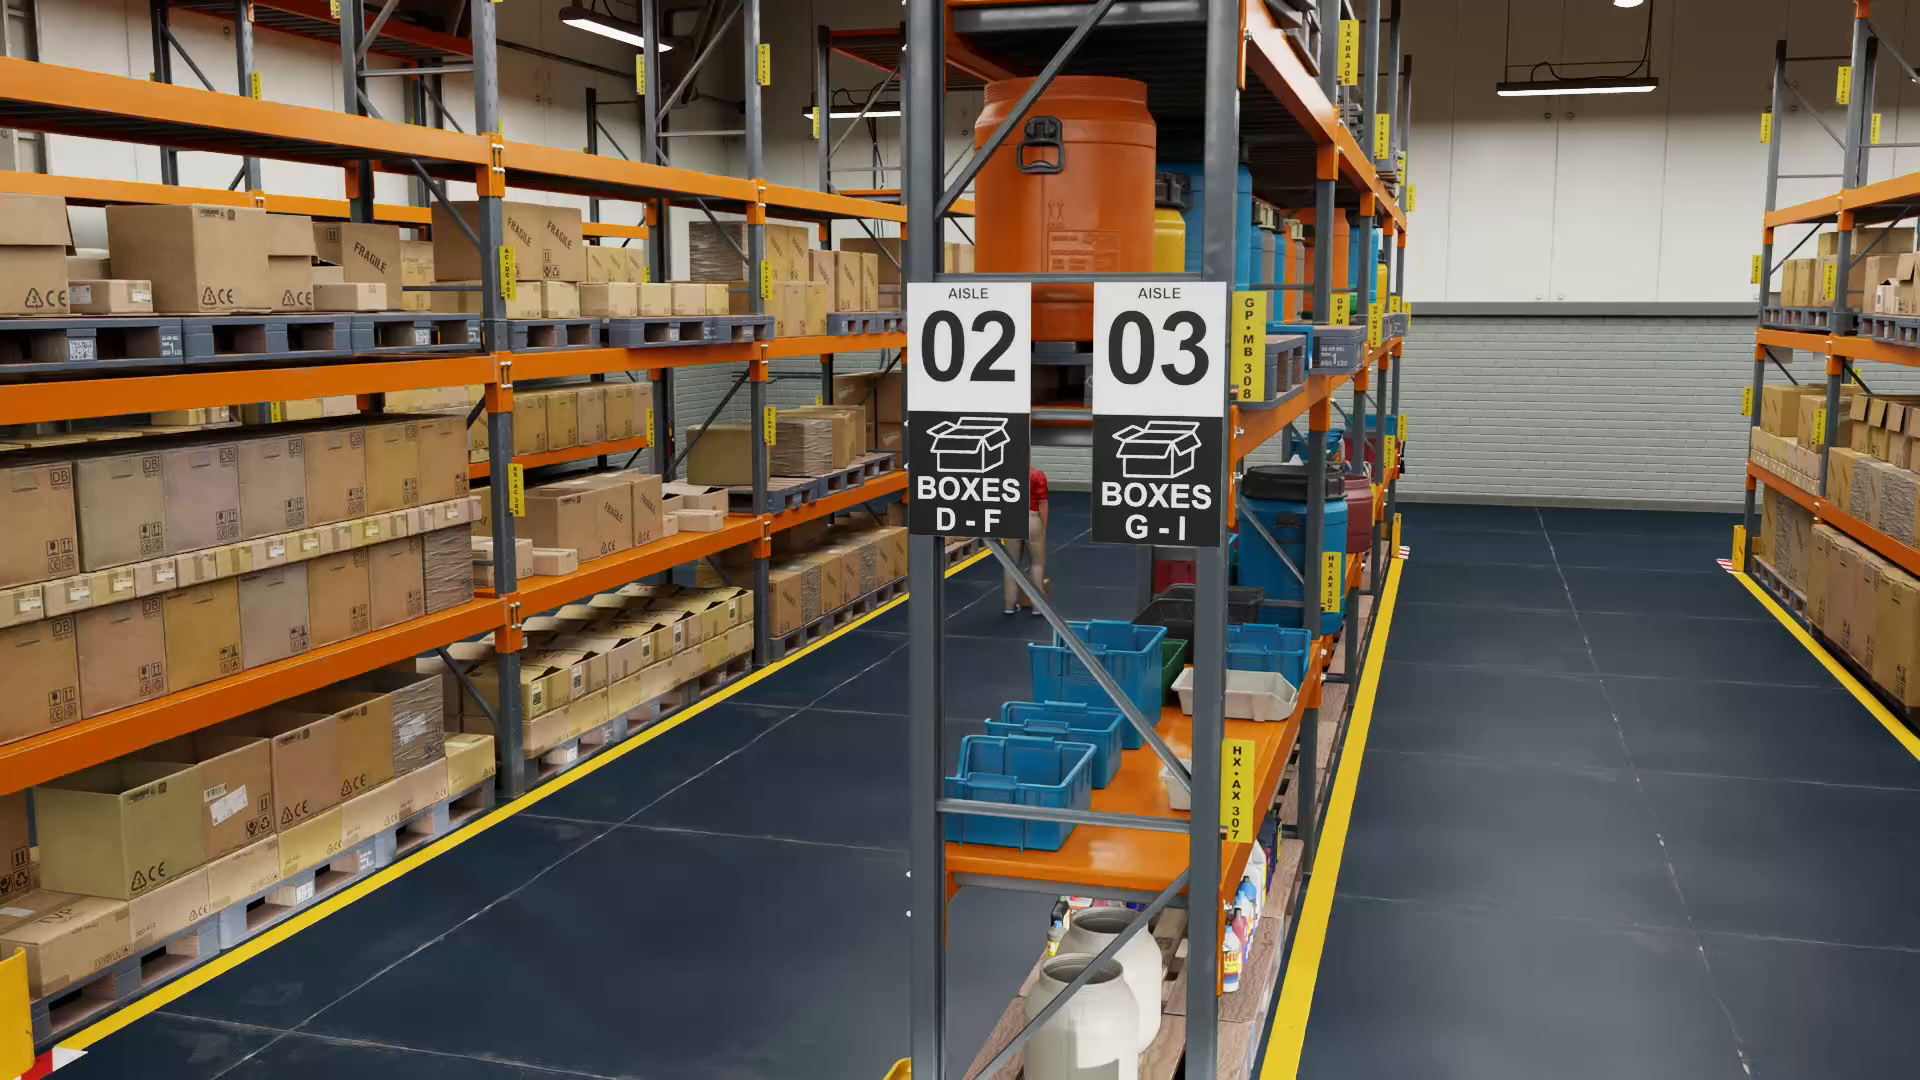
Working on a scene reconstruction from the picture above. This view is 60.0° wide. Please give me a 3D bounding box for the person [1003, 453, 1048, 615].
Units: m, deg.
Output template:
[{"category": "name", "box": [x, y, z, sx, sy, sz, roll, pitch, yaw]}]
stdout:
[{"category": "person", "box": [0.641, -0.114, 16.703, 0.527, 1.725, 0.361, 3, 9, 17]}]
